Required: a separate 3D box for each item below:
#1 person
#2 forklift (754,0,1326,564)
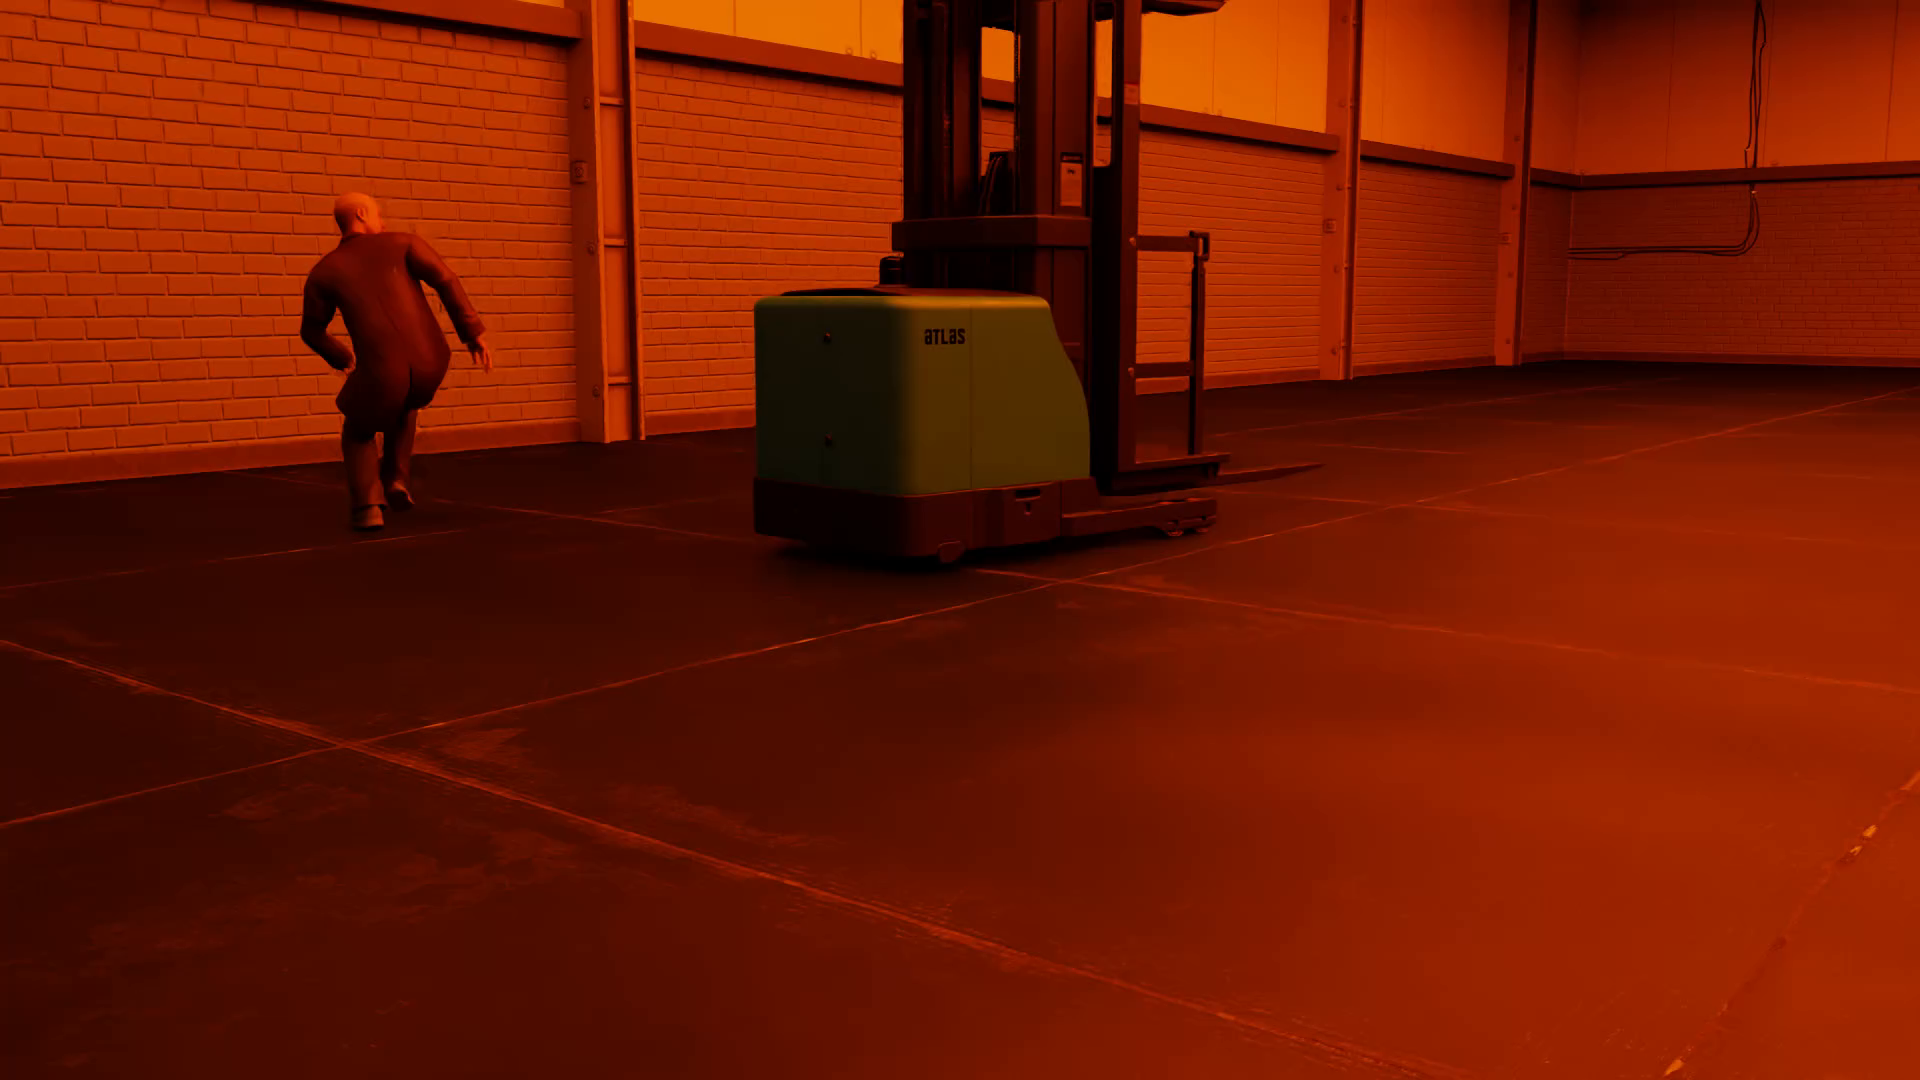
[{"bbox_3d":[-2.714,-0.856,7.963,0.808,1.570,0.801,-4,9,-25],"label":"person"},{"bbox_3d":[0.543,-1.510,7.599,3.031,2.935,1.130,-8,11,-42],"label":"forklift"}]
